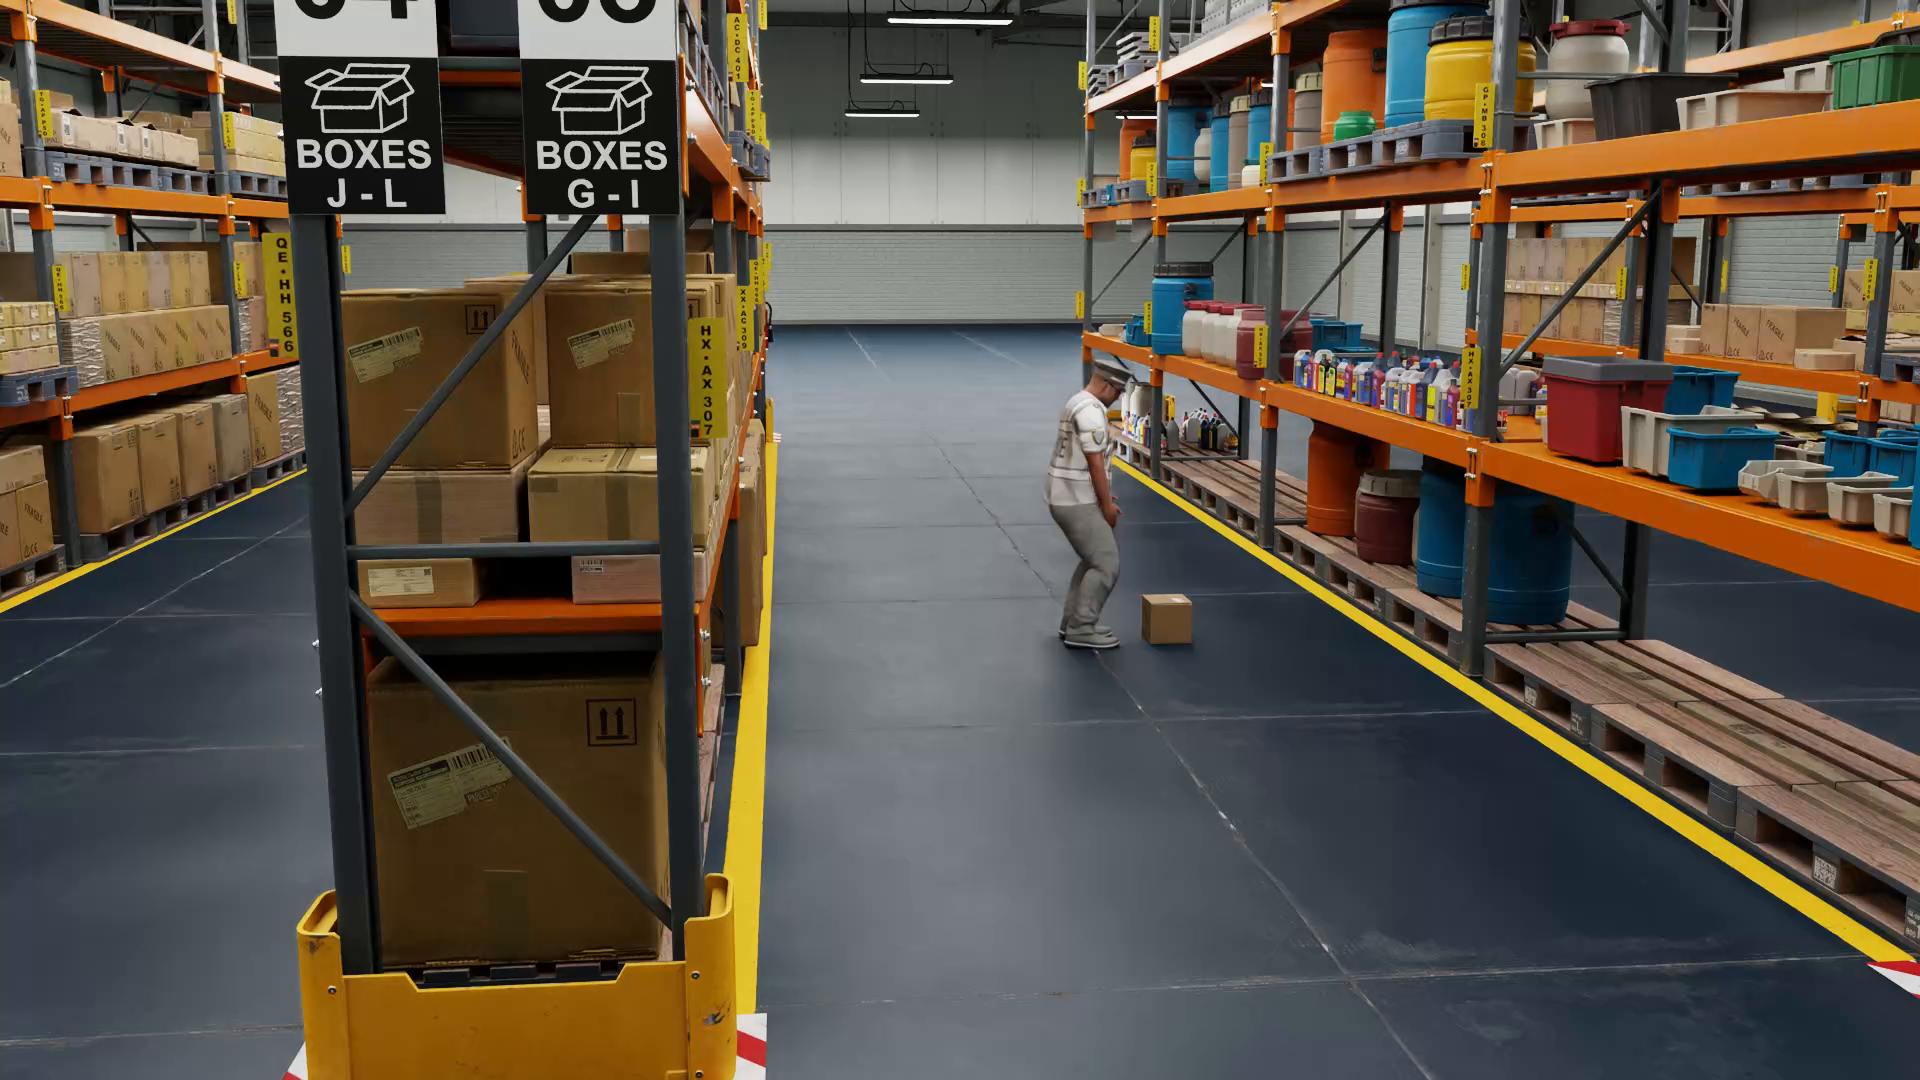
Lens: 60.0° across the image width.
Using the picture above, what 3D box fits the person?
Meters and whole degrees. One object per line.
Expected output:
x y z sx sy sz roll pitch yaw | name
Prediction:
0.759 -0.221 9.864 0.517 1.690 0.561 -1 10 -5 | person
